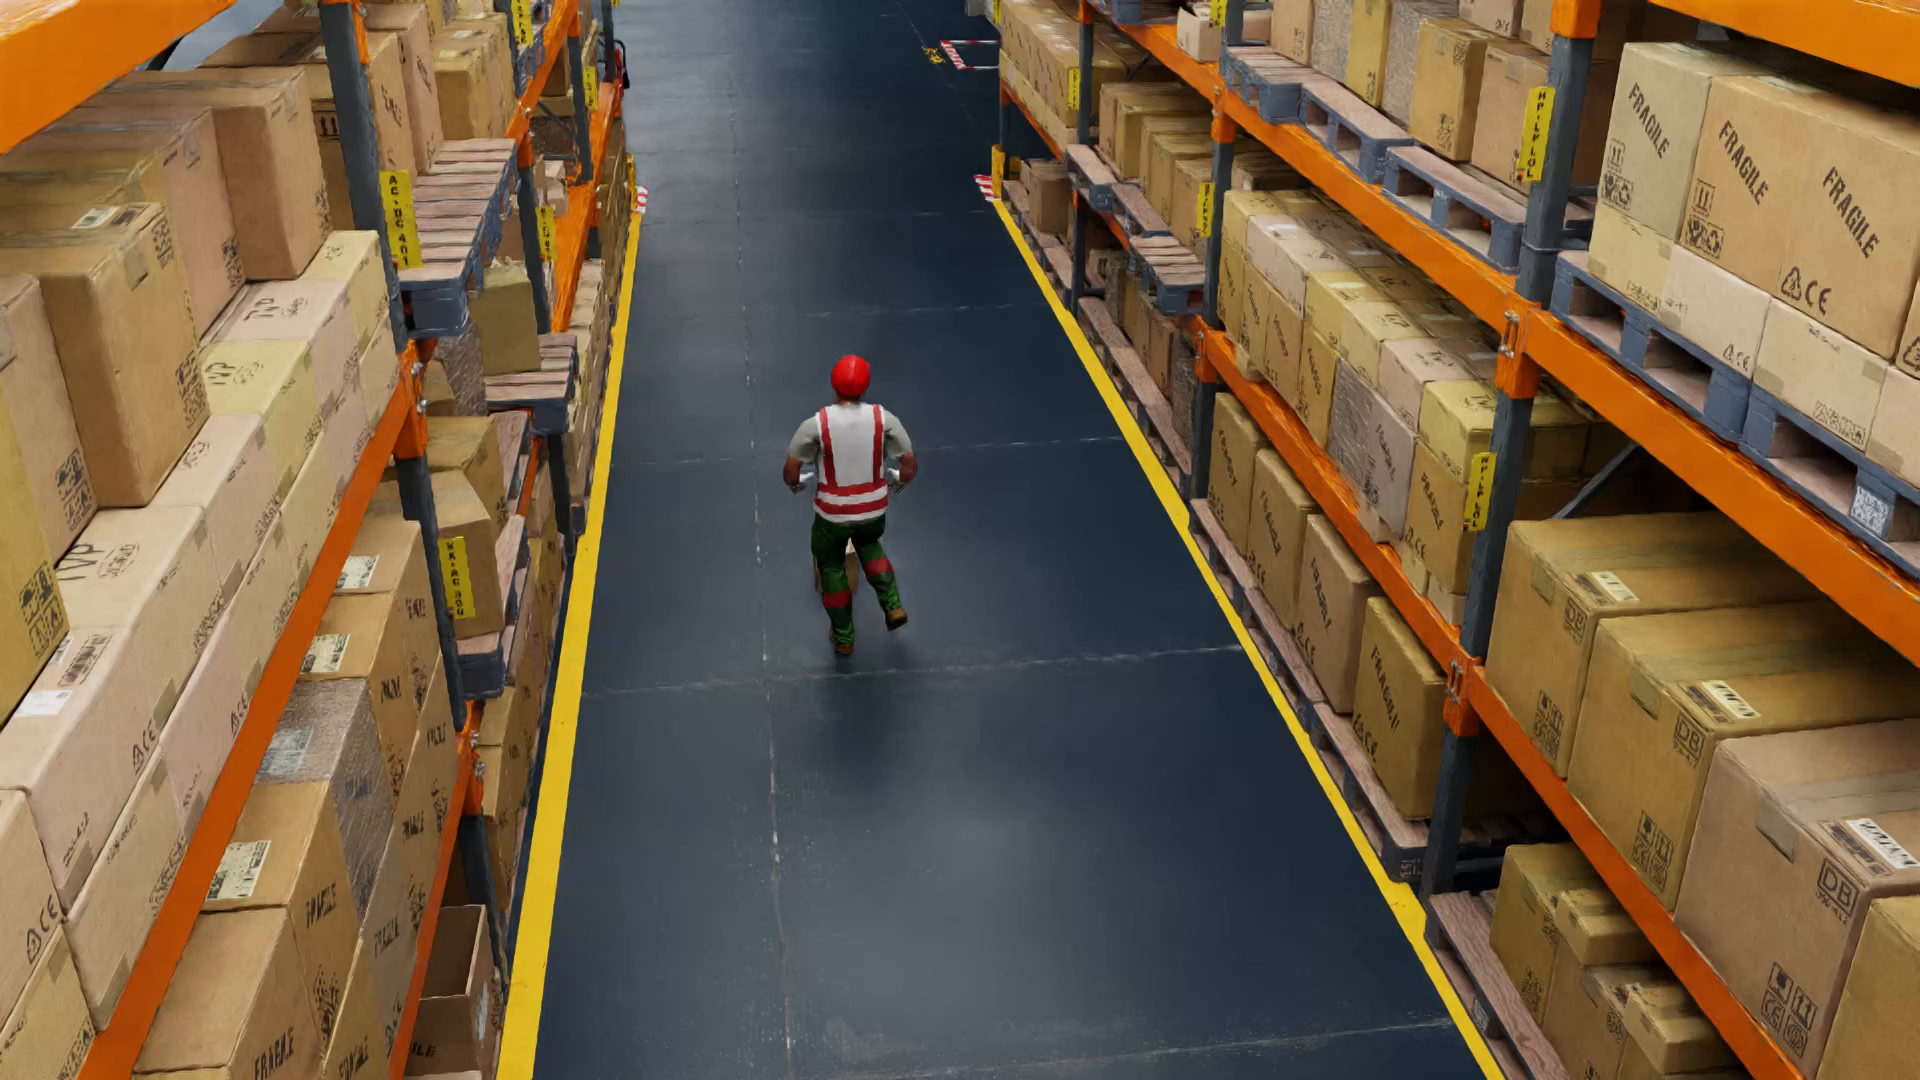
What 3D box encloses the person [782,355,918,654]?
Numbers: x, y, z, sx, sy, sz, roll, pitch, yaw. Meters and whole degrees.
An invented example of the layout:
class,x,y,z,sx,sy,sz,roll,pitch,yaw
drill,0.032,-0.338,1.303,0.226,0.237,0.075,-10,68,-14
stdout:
class,x,y,z,sx,sy,sz,roll,pitch,yaw
person,-0.623,-0.200,9.026,0.716,1.753,0.499,-10,28,-18
